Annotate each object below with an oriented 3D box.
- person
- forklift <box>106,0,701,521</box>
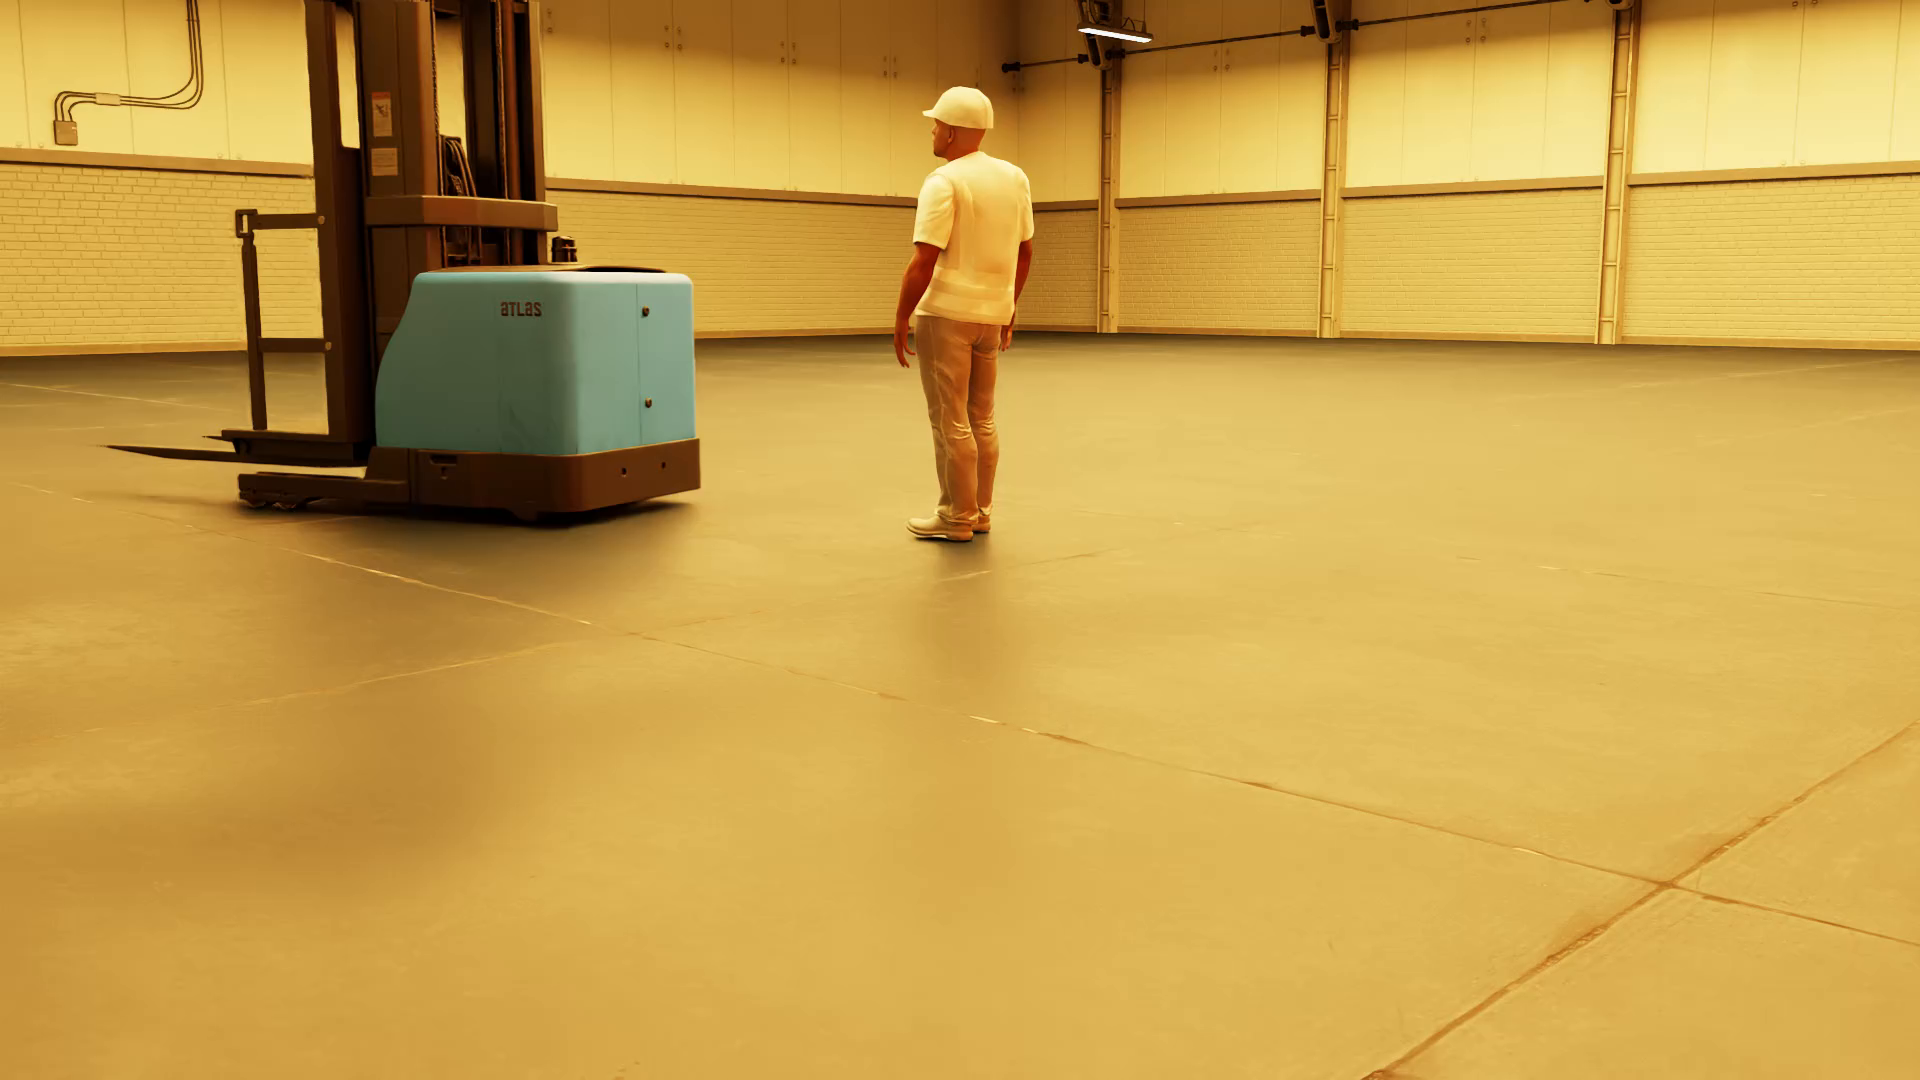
[{"bbox_3d":[-0.046,-0.888,6.637,0.577,1.765,0.666,8,12,43],"label":"person"},{"bbox_3d":[-2.785,-1.653,7.851,3.031,2.935,1.130,4,9,24],"label":"forklift"}]
